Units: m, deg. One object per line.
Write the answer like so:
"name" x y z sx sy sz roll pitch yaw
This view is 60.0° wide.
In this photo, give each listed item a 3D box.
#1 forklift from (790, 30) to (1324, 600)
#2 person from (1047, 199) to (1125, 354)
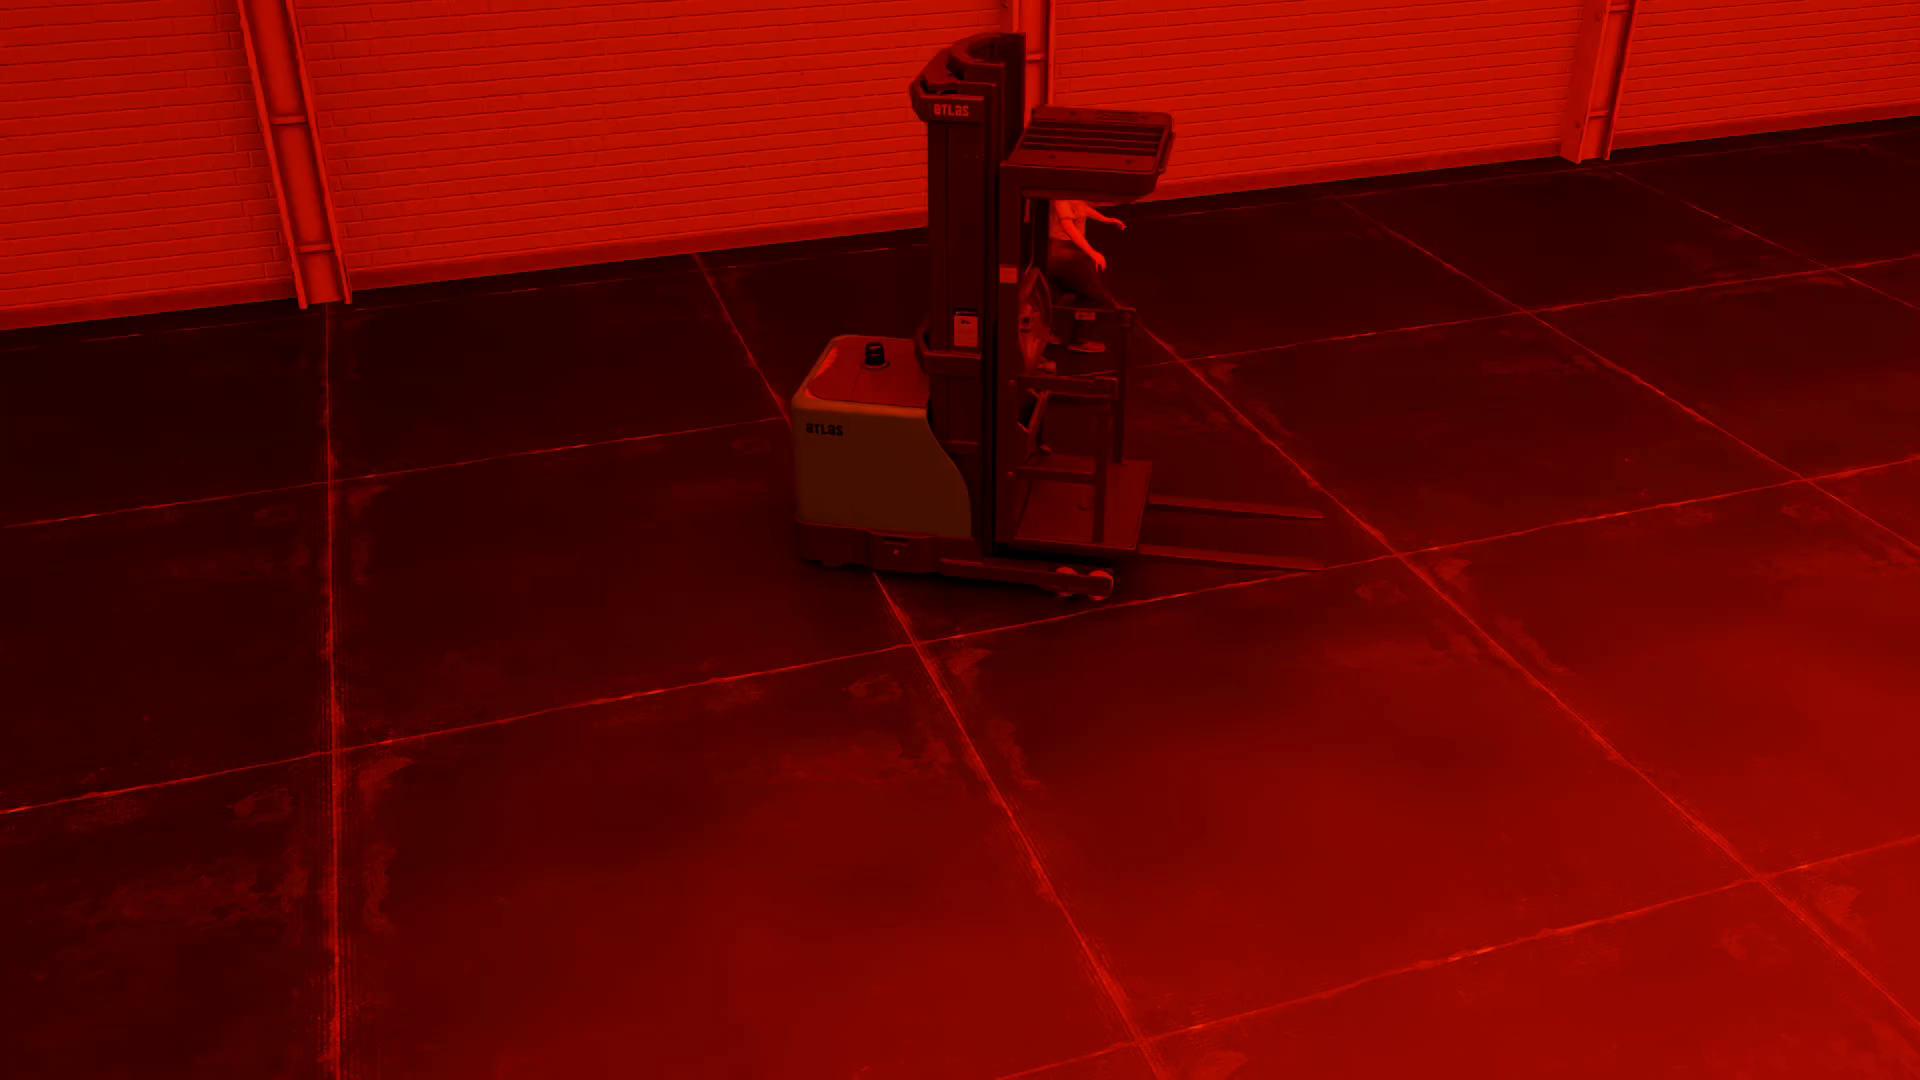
"forklift" 0.604 -1.217 9.203 3.031 2.935 1.130 6 30 9
"person" 0.897 -2.085 12.108 0.740 1.541 0.779 -6 30 -10
